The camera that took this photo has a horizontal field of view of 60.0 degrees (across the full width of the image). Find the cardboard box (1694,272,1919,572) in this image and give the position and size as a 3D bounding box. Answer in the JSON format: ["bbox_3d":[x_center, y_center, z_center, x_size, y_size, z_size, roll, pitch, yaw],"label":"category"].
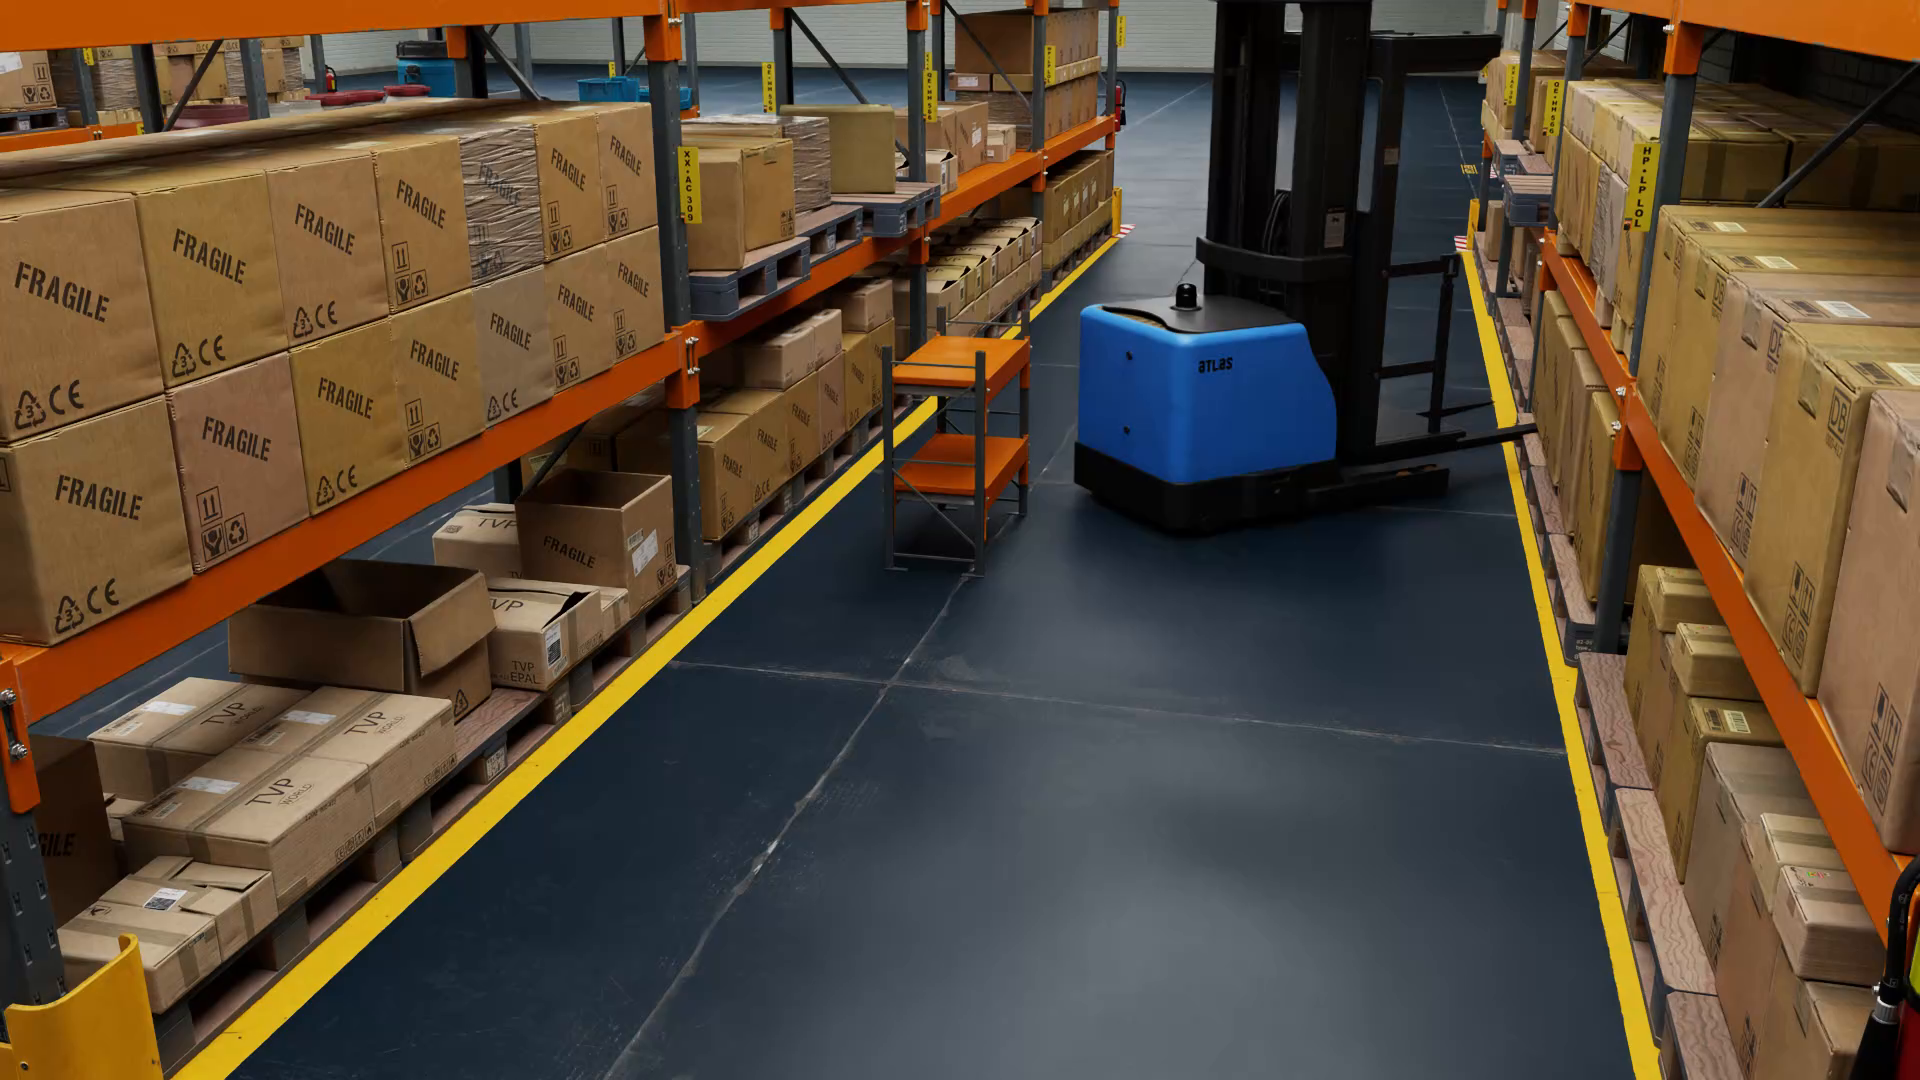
[{"bbox_3d":[2.601,-0.293,4.442,0.980,0.700,0.700,4,19,11],"label":"cardboard box"}]

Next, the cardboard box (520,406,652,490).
[{"bbox_3d":[-1.860,-0.370,8.317,0.500,0.500,0.500,5,19,13],"label":"cardboard box"}]

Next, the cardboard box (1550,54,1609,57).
[{"bbox_3d":[5.870,-4.348,15.818,0.500,0.500,0.500,4,19,12],"label":"cardboard box"}]

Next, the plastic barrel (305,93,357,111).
[{"bbox_3d":[-5.282,-3.483,14.035,0.433,0.535,0.433,0,19,0],"label":"plastic barrel"}]

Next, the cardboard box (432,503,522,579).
[{"bbox_3d":[-2.015,0.011,7.493,0.500,0.311,0.500,5,19,13],"label":"cardboard box"}]

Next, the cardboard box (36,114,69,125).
[{"bbox_3d":[-9.586,-4.430,17.406,0.380,0.149,0.250,5,19,13],"label":"cardboard box"}]

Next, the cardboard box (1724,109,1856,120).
[{"bbox_3d":[3.706,-1.775,7.439,0.500,0.250,0.500,4,19,12],"label":"cardboard box"}]

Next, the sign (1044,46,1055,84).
[{"bbox_3d":[0.780,-4.146,14.515,0.100,0.325,0.005,5,19,13],"label":"sign"}]

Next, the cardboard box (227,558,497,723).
[{"bbox_3d":[-2.157,0.395,6.072,0.797,0.503,0.637,5,19,13],"label":"cardboard box"}]

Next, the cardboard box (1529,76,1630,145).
[{"bbox_3d":[4.899,-3.384,13.118,0.700,0.500,0.500,5,19,14],"label":"cardboard box"}]

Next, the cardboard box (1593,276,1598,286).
[{"bbox_3d":[3.410,-1.355,8.372,0.380,0.149,0.250,5,19,14],"label":"cardboard box"}]

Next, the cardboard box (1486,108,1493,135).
[{"bbox_3d":[5.363,-4.026,16.035,0.500,0.250,0.500,4,19,13],"label":"cardboard box"}]

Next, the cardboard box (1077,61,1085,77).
[{"bbox_3d":[1.068,-4.825,17.014,0.380,0.149,0.250,5,20,15],"label":"cardboard box"}]

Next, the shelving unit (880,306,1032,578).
[{"bbox_3d":[-0.002,-0.530,8.500,0.538,1.125,1.048,5,19,13],"label":"shelving unit"}]

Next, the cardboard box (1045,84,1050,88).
[{"bbox_3d":[0.628,-4.258,15.355,0.380,0.149,0.250,4,19,12],"label":"cardboard box"}]

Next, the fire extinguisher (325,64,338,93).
[{"bbox_3d":[-7.901,-5.675,20.781,0.296,0.674,0.183,5,19,13],"label":"fire extinguisher"}]

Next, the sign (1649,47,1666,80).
[{"bbox_3d":[5.595,-3.790,13.352,0.100,0.325,0.005,5,19,13],"label":"sign"}]

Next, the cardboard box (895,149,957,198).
[{"bbox_3d":[-0.319,-2.644,11.926,0.500,0.311,0.500,4,19,13],"label":"cardboard box"}]

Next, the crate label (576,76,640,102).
[{"bbox_3d":[-3.761,-4.740,17.868,0.502,0.435,0.616,5,19,13],"label":"crate label"}]

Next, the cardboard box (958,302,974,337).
[{"bbox_3d":[-0.191,-1.617,12.386,0.500,0.250,0.500,4,19,12],"label":"cardboard box"}]

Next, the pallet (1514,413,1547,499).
[{"bbox_3d":[3.813,-0.470,9.738,1.003,0.211,1.213,5,19,13],"label":"pallet"}]

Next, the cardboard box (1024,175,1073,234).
[{"bbox_3d":[0.783,-3.205,15.875,0.500,0.500,0.500,5,19,13],"label":"cardboard box"}]

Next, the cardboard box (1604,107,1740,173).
[{"bbox_3d":[3.227,-1.816,7.557,0.500,0.250,0.500,5,19,14],"label":"cardboard box"}]

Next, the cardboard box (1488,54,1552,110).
[{"bbox_3d":[5.363,-4.391,15.942,0.500,0.500,0.500,4,19,12],"label":"cardboard box"}]

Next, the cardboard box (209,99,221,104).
[{"bbox_3d":[-8.639,-4.936,18.888,0.380,0.149,0.250,5,19,13],"label":"cardboard box"}]

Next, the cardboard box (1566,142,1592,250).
[{"bbox_3d":[3.453,-1.778,8.606,0.500,0.500,0.500,5,19,13],"label":"cardboard box"}]

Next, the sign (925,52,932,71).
[{"bbox_3d":[-0.287,-4.165,14.780,0.100,0.325,0.005,5,19,13],"label":"sign"}]

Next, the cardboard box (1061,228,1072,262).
[{"bbox_3d":[0.786,-2.850,15.996,0.500,0.250,0.500,5,19,13],"label":"cardboard box"}]

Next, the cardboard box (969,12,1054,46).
[{"bbox_3d":[0.476,-4.634,15.453,0.700,0.500,0.500,5,19,13],"label":"cardboard box"}]

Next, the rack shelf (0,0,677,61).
[{"bbox_3d":[-2.192,-1.620,5.261,1.077,0.370,4.000,5,19,13],"label":"rack shelf"}]

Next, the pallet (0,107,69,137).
[{"bbox_3d":[-9.681,-4.140,16.463,1.003,0.211,1.213,5,19,13],"label":"pallet"}]

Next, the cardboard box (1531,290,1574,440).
[{"bbox_3d":[3.772,-0.992,9.629,0.750,0.750,0.750,4,19,13],"label":"cardboard box"}]

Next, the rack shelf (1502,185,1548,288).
[{"bbox_3d":[4.568,-2.318,11.945,1.077,0.370,4.000,5,19,13],"label":"rack shelf"}]

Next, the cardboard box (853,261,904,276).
[{"bbox_3d":[-0.716,-1.931,12.437,0.500,0.311,0.500,4,19,13],"label":"cardboard box"}]

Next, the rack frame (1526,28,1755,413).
[{"bbox_3d":[4.079,-2.031,9.994,1.000,3.000,0.127,5,19,13],"label":"rack frame"}]

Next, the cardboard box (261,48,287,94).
[{"bbox_3d":[-8.543,-5.564,19.721,0.875,0.500,0.500,5,19,13],"label":"cardboard box"}]

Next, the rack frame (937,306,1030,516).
[{"bbox_3d":[0.123,-0.690,8.966,0.500,1.125,0.032,5,19,13],"label":"rack frame"}]

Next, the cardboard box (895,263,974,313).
[{"bbox_3d":[-0.193,-1.890,12.318,0.500,0.311,0.500,4,19,12],"label":"cardboard box"}]

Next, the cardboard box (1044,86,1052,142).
[{"bbox_3d":[0.477,-4.028,15.684,0.700,0.500,0.500,4,19,13],"label":"cardboard box"}]

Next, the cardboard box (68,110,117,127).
[{"bbox_3d":[-9.009,-4.383,17.268,0.380,0.149,0.250,5,19,13],"label":"cardboard box"}]

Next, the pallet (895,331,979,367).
[{"bbox_3d":[-0.487,-1.357,12.333,1.003,0.211,1.213,5,19,13],"label":"pallet"}]

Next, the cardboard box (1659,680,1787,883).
[{"bbox_3d":[2.566,0.751,5.066,0.700,0.500,0.500,5,20,15],"label":"cardboard box"}]

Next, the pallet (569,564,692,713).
[{"bbox_3d":[-1.872,0.367,7.286,1.003,0.211,1.213,5,19,13],"label":"pallet"}]

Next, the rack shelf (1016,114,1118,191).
[{"bbox_3d":[0.740,-3.961,16.758,1.077,0.370,4.000,5,19,13],"label":"rack shelf"}]

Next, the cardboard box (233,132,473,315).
[{"bbox_3d":[-1.945,-1.033,5.369,0.500,0.500,0.500,4,19,13],"label":"cardboard box"}]

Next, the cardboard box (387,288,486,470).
[{"bbox_3d":[-1.946,-0.555,5.517,0.500,0.500,0.500,5,19,14],"label":"cardboard box"}]

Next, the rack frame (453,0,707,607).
[{"bbox_3d":[-1.703,-1.167,7.465,1.000,3.000,0.127,5,19,13],"label":"rack frame"}]

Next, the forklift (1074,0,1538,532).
[{"bbox_3d":[2.191,-1.747,9.269,3.031,2.935,1.130,-10,21,-26],"label":"forklift"}]

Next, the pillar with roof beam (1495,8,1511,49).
[{"bbox_3d":[8.391,-14.952,38.541,9.100,9.000,0.400,5,19,13],"label":"pillar with roof beam"}]

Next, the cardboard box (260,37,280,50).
[{"bbox_3d":[-8.387,-6.024,19.523,0.500,0.500,0.500,5,19,13],"label":"cardboard box"}]

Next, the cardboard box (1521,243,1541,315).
[{"bbox_3d":[4.893,-2.078,13.318,0.700,0.500,0.500,5,20,15],"label":"cardboard box"}]

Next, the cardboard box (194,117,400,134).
[{"bbox_3d":[-2.343,-1.240,5.975,0.500,0.500,0.500,4,19,12],"label":"cardboard box"}]
